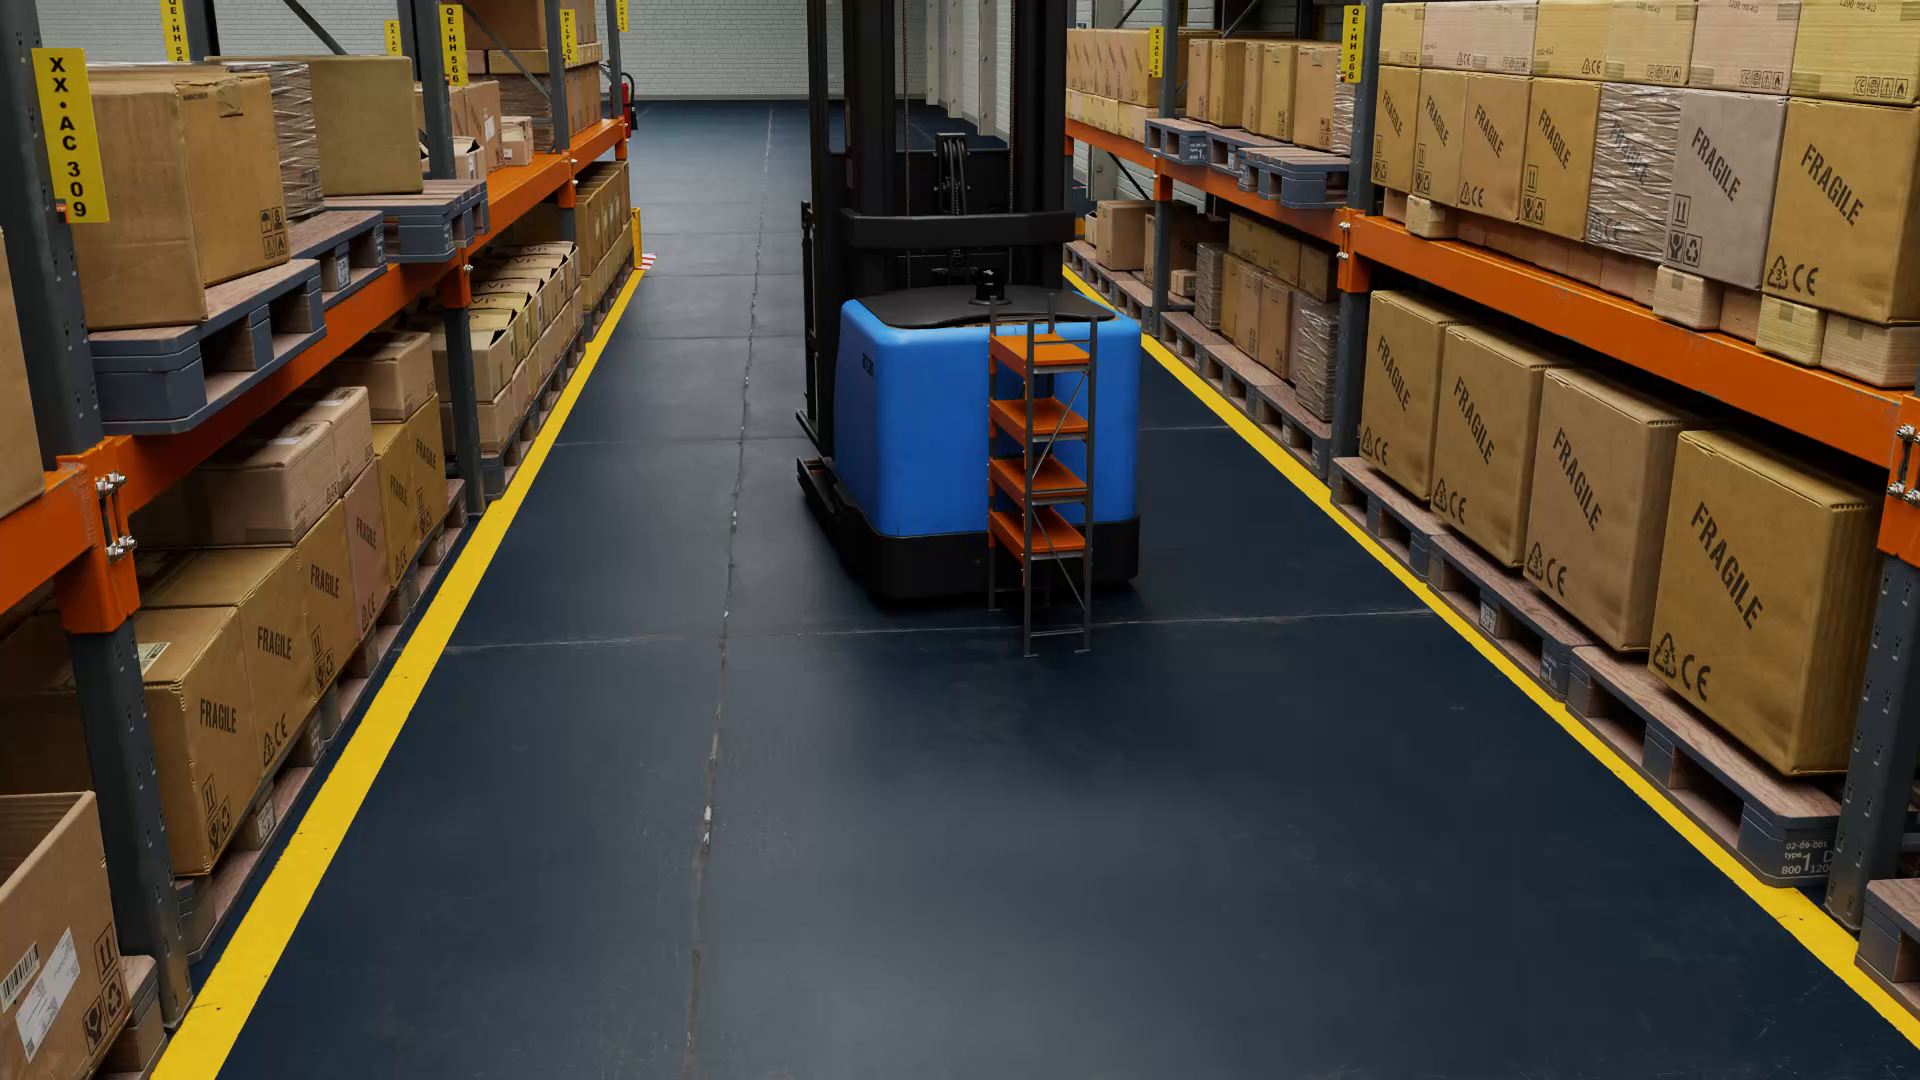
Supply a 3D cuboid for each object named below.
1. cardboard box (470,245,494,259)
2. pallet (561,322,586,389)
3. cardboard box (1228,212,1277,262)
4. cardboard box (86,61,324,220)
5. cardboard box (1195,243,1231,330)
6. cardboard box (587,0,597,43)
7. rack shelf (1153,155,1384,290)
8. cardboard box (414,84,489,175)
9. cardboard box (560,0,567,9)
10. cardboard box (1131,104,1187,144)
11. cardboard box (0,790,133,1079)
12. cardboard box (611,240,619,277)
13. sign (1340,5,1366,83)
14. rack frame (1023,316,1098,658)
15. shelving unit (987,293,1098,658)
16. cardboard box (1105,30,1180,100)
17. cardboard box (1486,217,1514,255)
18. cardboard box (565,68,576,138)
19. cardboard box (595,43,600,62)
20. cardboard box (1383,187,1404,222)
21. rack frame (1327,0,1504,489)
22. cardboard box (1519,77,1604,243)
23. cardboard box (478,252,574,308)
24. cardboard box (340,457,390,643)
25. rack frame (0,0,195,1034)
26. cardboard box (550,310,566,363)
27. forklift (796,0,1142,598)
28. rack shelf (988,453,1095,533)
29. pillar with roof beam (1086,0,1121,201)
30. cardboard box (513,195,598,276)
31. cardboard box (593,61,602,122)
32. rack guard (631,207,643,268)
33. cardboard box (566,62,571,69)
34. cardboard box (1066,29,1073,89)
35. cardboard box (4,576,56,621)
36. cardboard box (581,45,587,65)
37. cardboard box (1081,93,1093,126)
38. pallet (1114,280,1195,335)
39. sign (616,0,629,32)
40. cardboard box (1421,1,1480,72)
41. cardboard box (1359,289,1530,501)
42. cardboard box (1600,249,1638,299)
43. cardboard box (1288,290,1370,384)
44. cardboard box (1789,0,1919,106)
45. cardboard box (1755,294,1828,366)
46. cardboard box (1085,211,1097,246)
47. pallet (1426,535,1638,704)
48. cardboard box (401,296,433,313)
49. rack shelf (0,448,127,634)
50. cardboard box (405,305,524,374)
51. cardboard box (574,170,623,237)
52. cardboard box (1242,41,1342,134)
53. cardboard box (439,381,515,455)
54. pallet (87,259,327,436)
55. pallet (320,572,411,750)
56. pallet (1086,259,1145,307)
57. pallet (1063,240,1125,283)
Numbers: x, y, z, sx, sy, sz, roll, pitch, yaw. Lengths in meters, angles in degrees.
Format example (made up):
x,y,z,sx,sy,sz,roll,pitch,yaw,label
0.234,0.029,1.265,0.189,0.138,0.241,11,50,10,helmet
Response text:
x,y,z,sx,sy,sz,roll,pitch,yaw,label
-3.275,-1.749,10.693,0.500,0.311,0.500,-2,18,-5,cardboard box
-2.955,-1.175,10.567,1.003,0.211,1.213,-2,18,-6,pallet
1.998,-1.903,10.417,0.500,0.250,0.500,-2,18,-7,cardboard box
-2.576,-1.317,5.498,0.700,0.500,0.500,1,17,5,cardboard box
1.949,-1.676,10.947,0.700,0.500,0.500,-1,17,-4,cardboard box
-3.442,-4.427,13.937,0.700,0.500,0.500,-2,18,-5,cardboard box
2.063,-1.939,9.545,1.077,0.370,4.000,-2,18,-6,rack shelf
-2.901,-2.236,9.124,0.500,0.500,0.500,-2,18,-6,cardboard box
-3.226,-3.822,12.011,0.700,0.500,0.500,-2,18,-6,cardboard box
1.507,-2.948,11.775,0.500,0.250,0.500,-2,18,-6,cardboard box
-1.904,0.804,3.048,0.500,0.500,0.500,-2,18,-6,cardboard box
-2.967,-2.207,13.087,0.500,0.250,0.500,-2,18,-6,cardboard box
1.731,-2.181,7.316,0.100,0.325,0.005,-2,18,-6,sign
0.341,-0.167,5.706,0.240,1.200,0.015,-4,18,-13,rack frame
0.283,-0.238,5.933,0.258,1.200,0.503,-4,18,-13,shelving unit
1.402,-3.604,12.613,0.500,0.500,0.500,-2,18,-7,cardboard box
2.218,-1.165,6.267,0.380,0.149,0.250,-1,17,-4,cardboard box
-3.231,-3.210,12.227,0.700,0.500,0.500,-2,17,-5,cardboard box
-3.225,-4.087,13.936,0.380,0.149,0.250,-1,17,-4,cardboard box
2.073,-1.470,7.239,0.380,0.149,0.250,-2,18,-6,cardboard box
2.270,-1.686,7.540,1.000,3.000,0.127,-2,18,-6,rack frame
2.221,-1.273,5.529,0.500,0.500,0.500,-1,17,-4,cardboard box
-2.683,-1.613,10.260,0.500,0.311,0.500,-1,17,-4,cardboard box
-2.214,0.033,5.504,0.500,0.500,0.500,-2,18,-8,cardboard box
-2.245,-0.340,3.253,1.000,3.000,0.127,-2,18,-6,rack frame
-2.635,-1.194,9.863,0.500,0.250,0.500,-1,17,-4,cardboard box
-0.149,-1.581,7.321,1.130,2.935,3.031,-4,18,-13,forklift
0.283,-0.174,5.953,0.258,0.148,0.480,-4,18,-13,rack shelf
-2.524,-8.405,18.924,9.100,9.000,0.400,-2,18,-6,pillar with roof beam
-2.806,-2.118,11.552,0.500,0.500,0.500,-2,18,-6,cardboard box
-3.447,-3.824,14.181,0.700,0.500,0.500,-2,18,-6,cardboard box
-3.485,-2.730,15.038,1.175,0.500,0.348,-2,18,-6,rack guard
-3.011,-3.471,11.976,0.380,0.149,0.250,-2,18,-7,cardboard box
1.195,-4.214,14.556,0.500,0.500,0.500,-2,18,-6,cardboard box
-2.623,0.357,4.471,0.500,0.500,0.500,-2,18,-5,cardboard box
-3.118,-3.779,12.956,0.380,0.149,0.250,-1,17,-4,cardboard box
1.293,-3.546,13.681,0.500,0.250,0.500,-2,18,-7,cardboard box
1.753,-1.746,12.387,1.003,0.211,1.213,-2,18,-6,pallet
-2.941,-4.593,14.472,0.100,0.325,0.005,-2,18,-6,sign
2.116,-1.940,6.399,0.500,0.250,0.500,-2,18,-6,cardboard box
2.215,-0.638,7.088,0.750,0.750,0.750,-2,18,-6,cardboard box
2.278,-0.856,5.281,0.380,0.149,0.250,-2,18,-7,cardboard box
2.206,-1.073,9.027,0.700,0.500,0.500,-2,18,-6,cardboard box
2.380,-1.182,3.987,0.500,0.250,0.500,-1,17,-4,cardboard box
2.316,-0.550,4.308,0.380,0.149,0.250,-1,17,-5,cardboard box
1.426,-2.788,14.803,0.500,0.311,0.500,-4,18,-12,cardboard box
2.399,0.244,6.047,1.003,0.211,1.213,-2,18,-6,pallet
-3.066,-1.141,8.758,0.500,0.311,0.500,-2,18,-6,cardboard box
-2.038,0.599,1.462,1.077,0.370,4.000,-2,18,-6,rack shelf
-2.482,-1.009,8.337,0.500,0.311,0.500,-2,18,-7,cardboard box
-3.013,-2.714,13.450,0.500,0.500,0.500,-2,18,-6,cardboard box
2.025,-2.621,9.616,0.700,0.500,0.500,1,17,2,cardboard box
-2.419,-0.585,7.924,0.500,0.250,0.500,-2,18,-6,cardboard box
-2.219,-0.490,4.051,1.003,0.211,1.213,-2,18,-6,pallet
-2.495,0.385,5.599,1.003,0.211,1.213,-2,18,-6,pallet
1.624,-2.111,13.548,1.003,0.211,1.213,-2,18,-6,pallet
1.501,-2.473,14.703,1.003,0.211,1.213,-2,18,-6,pallet
